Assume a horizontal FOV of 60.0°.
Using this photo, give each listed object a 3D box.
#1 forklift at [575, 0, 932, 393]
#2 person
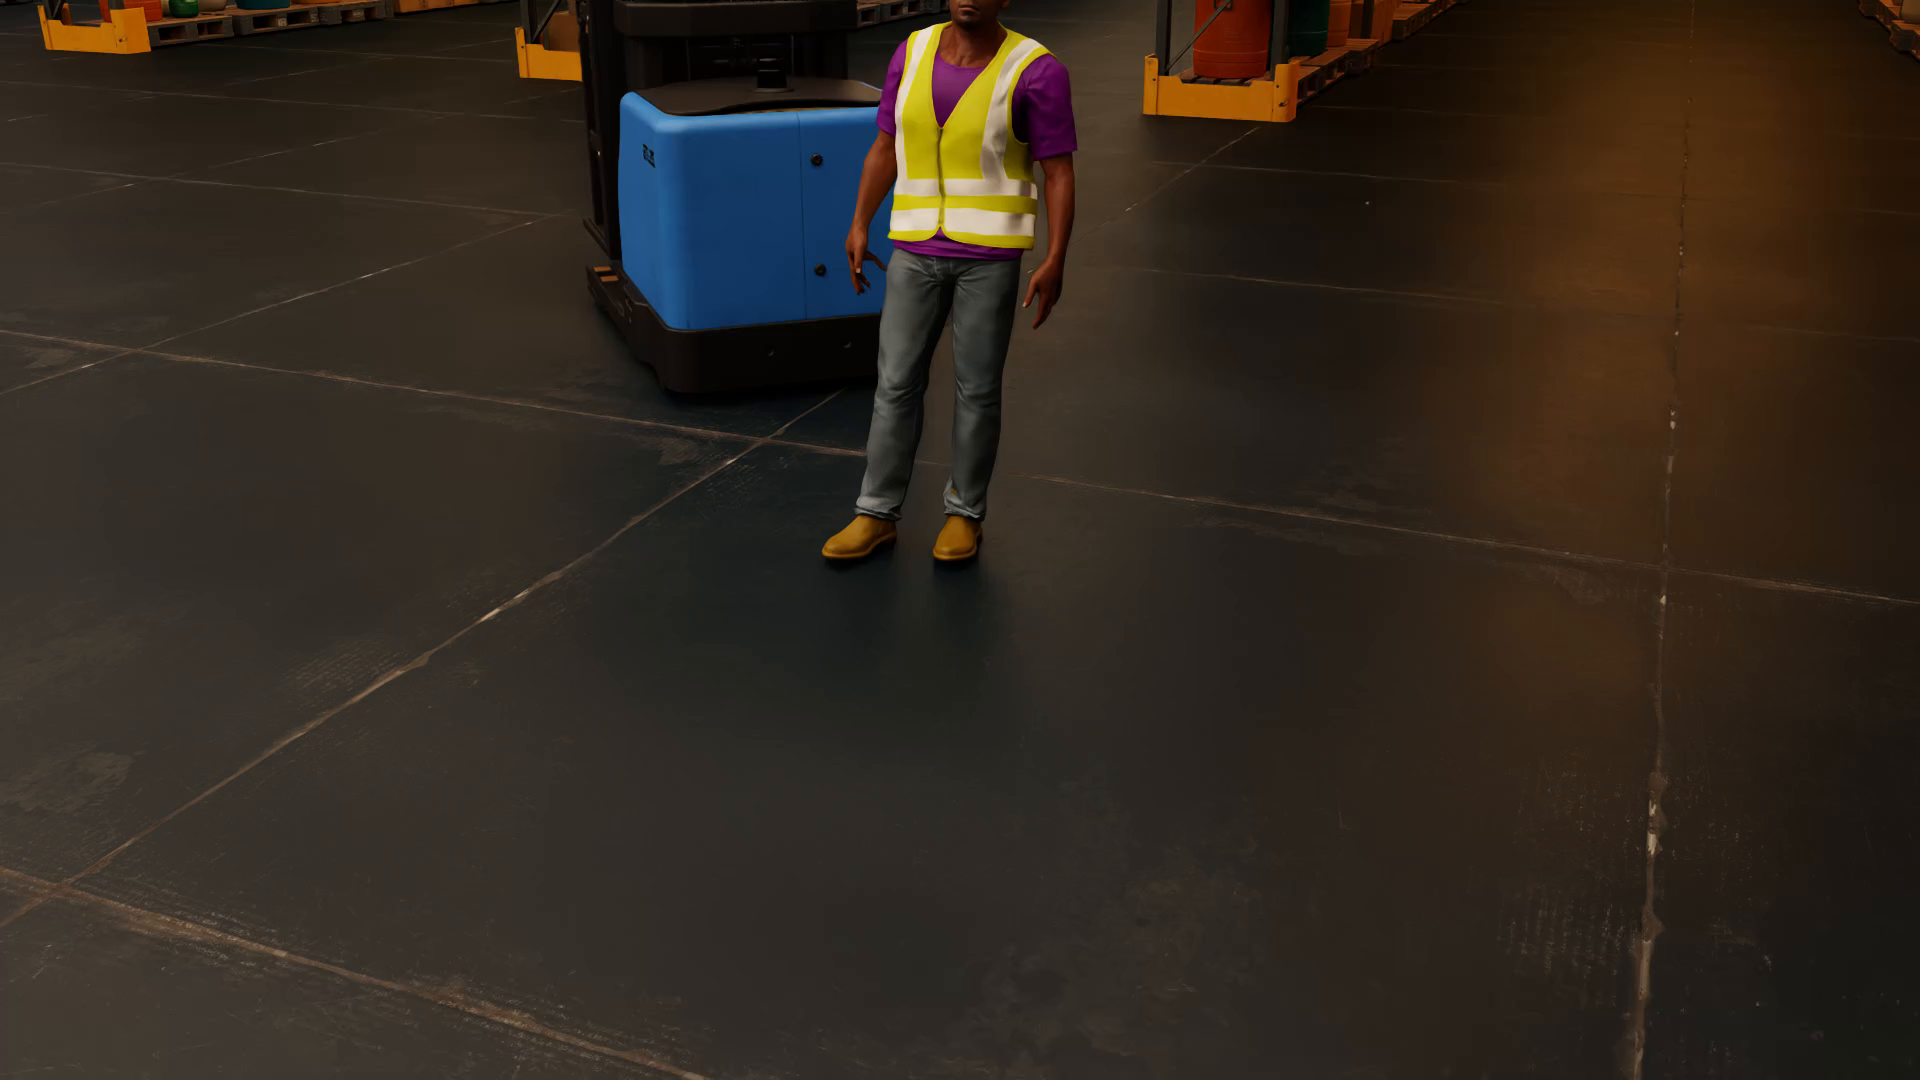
[{"bbox_3d":[-1.099,-2.439,7.129,1.130,2.935,3.031,-8,24,-19],"label":"forklift"},{"bbox_3d":[-0.032,-0.798,4.692,0.665,1.768,0.575,9,24,21],"label":"person"}]
